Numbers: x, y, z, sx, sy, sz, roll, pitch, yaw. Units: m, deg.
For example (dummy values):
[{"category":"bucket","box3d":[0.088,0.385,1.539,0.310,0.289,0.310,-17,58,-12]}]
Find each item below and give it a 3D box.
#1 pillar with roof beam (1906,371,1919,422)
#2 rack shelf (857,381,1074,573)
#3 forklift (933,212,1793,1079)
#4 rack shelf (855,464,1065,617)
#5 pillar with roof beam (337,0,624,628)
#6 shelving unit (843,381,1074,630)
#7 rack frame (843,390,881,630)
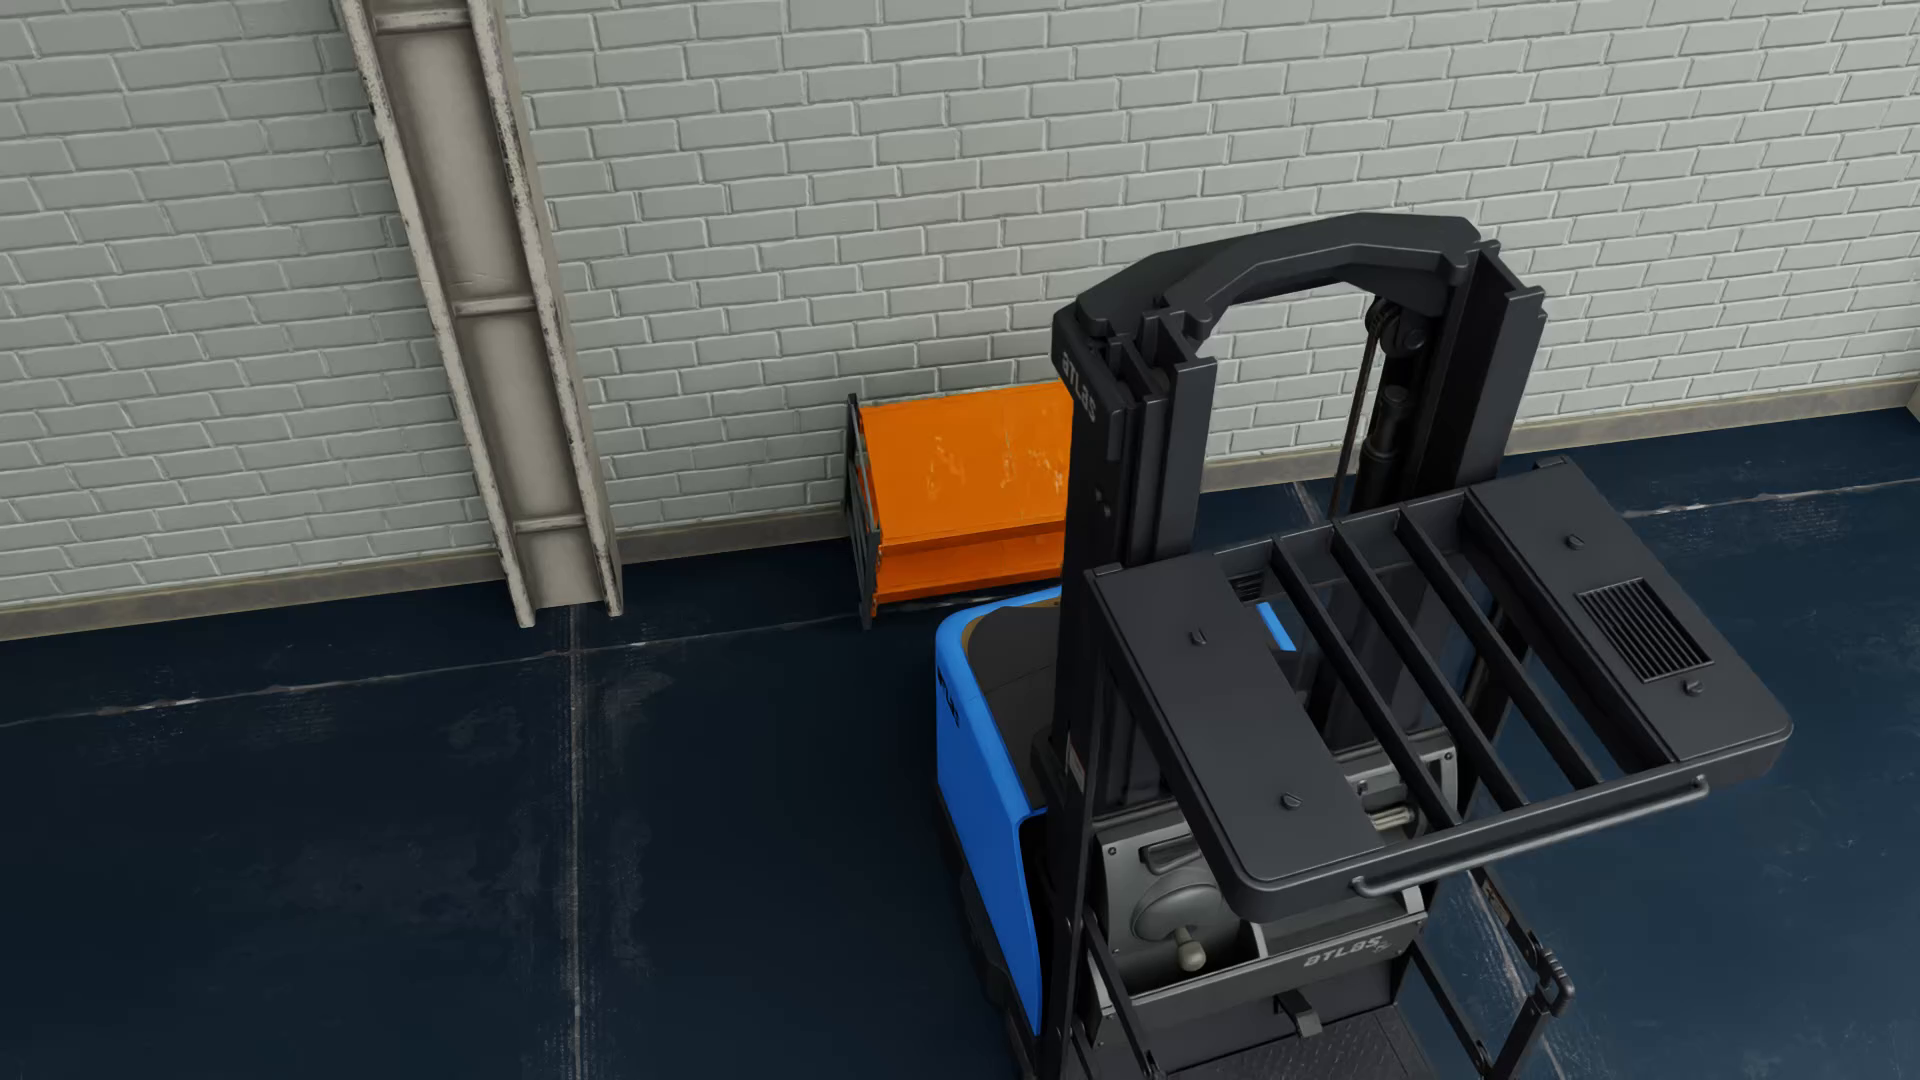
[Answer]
[{"category":"pillar with roof beam","box3d":[5.114,-0.598,1.077,0.400,9.000,9.100,-7,46,-7]},{"category":"rack shelf","box3d":[0.165,-0.243,5.733,1.000,0.278,0.538,-8,72,-8]},{"category":"forklift","box3d":[0.848,0.861,3.886,1.130,2.935,3.031,-13,48,-12]},{"category":"rack shelf","box3d":[0.122,-0.066,6.238,1.000,0.278,0.538,-8,72,-8]},{"category":"pillar with roof beam","box3d":[-0.798,0.139,0.367,0.400,9.000,9.100,-7,46,-7]},{"category":"shelving unit","box3d":[0.141,-0.146,6.008,1.048,1.125,0.538,-8,72,-8]},{"category":"rack frame","box3d":[-0.357,-0.074,5.940,0.032,1.125,0.500,-8,72,-8]}]
